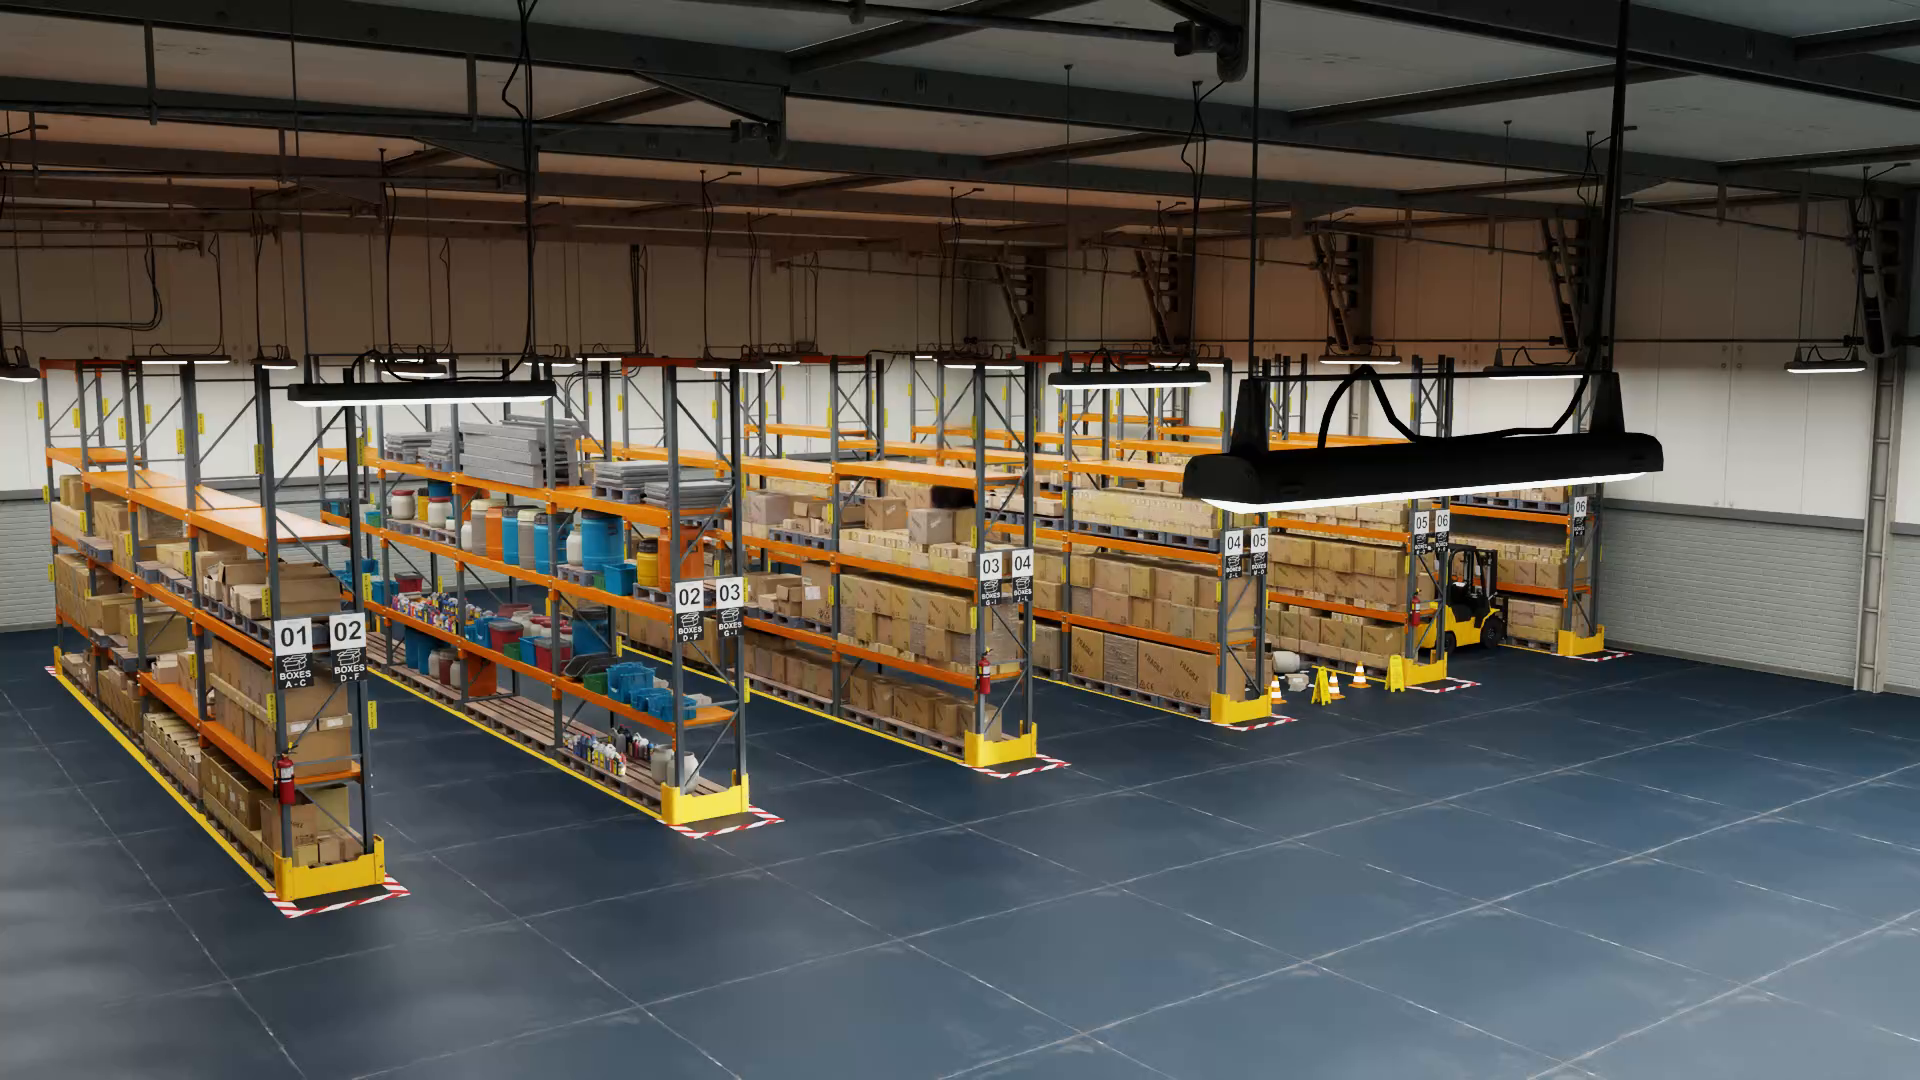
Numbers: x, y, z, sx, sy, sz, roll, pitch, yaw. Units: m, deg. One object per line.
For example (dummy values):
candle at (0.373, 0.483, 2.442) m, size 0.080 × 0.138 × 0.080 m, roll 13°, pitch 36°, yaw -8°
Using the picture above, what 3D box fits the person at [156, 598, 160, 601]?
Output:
person at (-16.347, 1.497, 33.395) m, size 0.788 × 1.760 × 0.827 m, roll -2°, pitch 7°, yaw -14°

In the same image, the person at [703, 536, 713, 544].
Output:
person at (-6.103, 0.753, 39.510) m, size 0.733 × 1.698 × 0.503 m, roll -1°, pitch 7°, yaw -8°
